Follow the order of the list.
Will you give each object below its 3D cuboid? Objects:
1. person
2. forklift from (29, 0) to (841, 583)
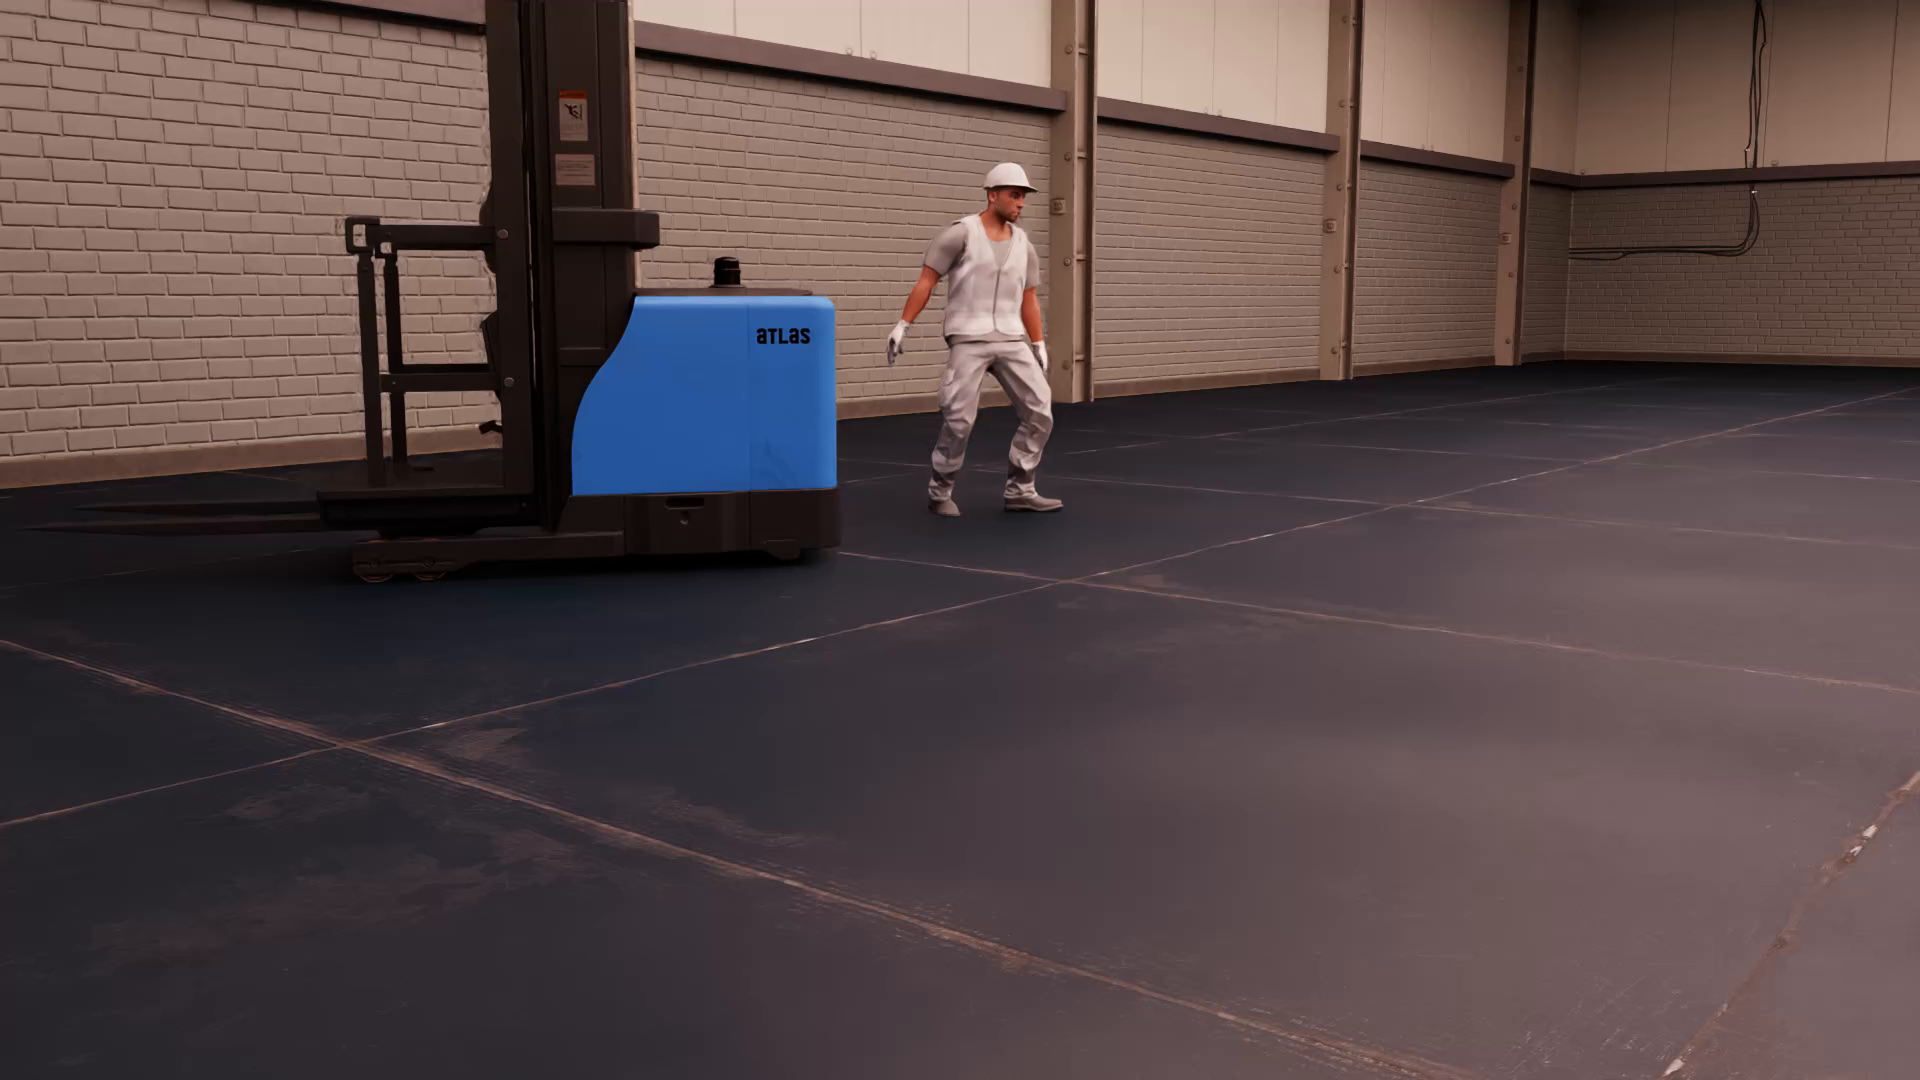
[{"bbox_3d":[0.077,-0.960,8.192,0.893,1.750,0.496,-3,9,-21],"label":"person"},{"bbox_3d":[-2.060,-1.372,6.656,3.031,2.935,1.130,-2,9,-13],"label":"forklift"}]
